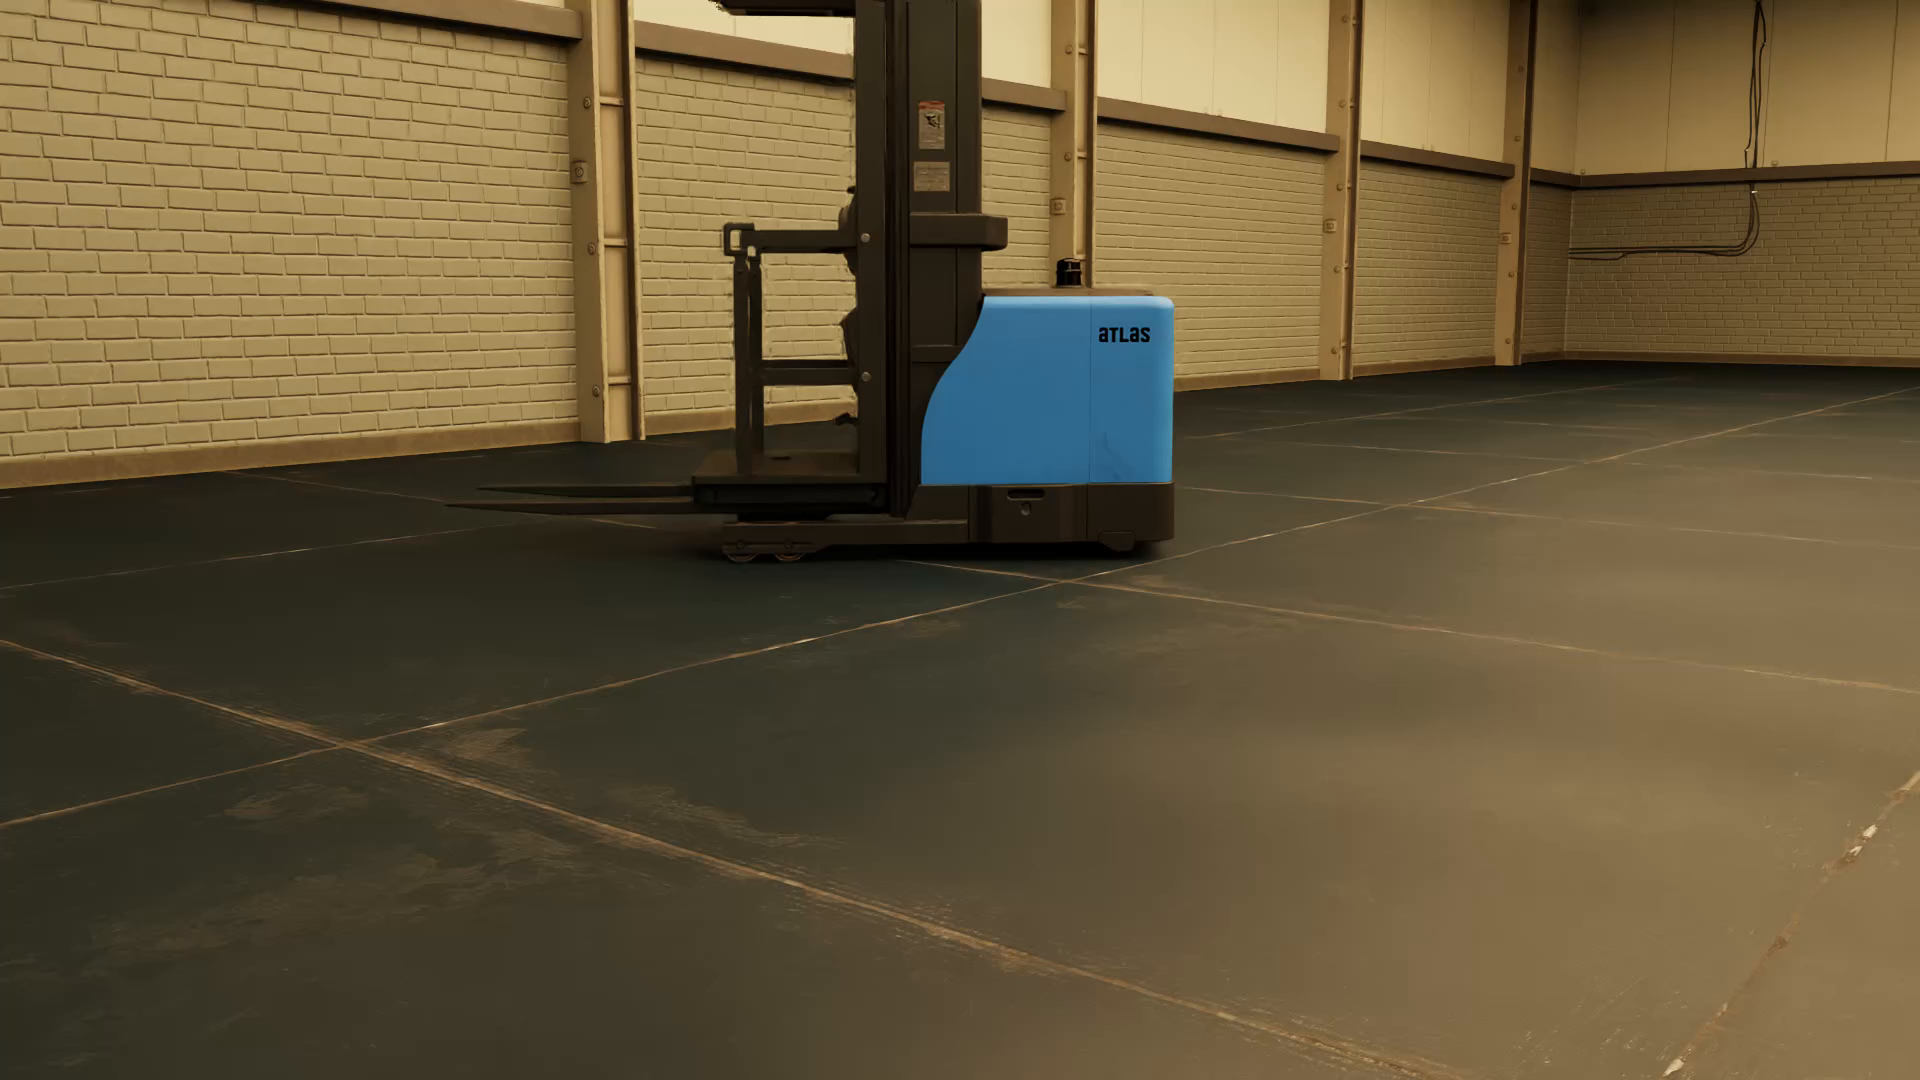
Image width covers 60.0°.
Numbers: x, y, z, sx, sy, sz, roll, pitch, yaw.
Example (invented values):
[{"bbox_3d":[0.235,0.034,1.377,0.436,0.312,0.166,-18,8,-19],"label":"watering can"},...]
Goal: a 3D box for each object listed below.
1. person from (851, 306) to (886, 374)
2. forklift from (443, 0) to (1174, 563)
[{"bbox_3d":[-0.346,-1.056,9.493,0.428,1.540,0.839,-6,10,-36],"label":"person"},{"bbox_3d":[-0.645,-1.437,7.103,3.031,2.935,1.130,-1,8,-4],"label":"forklift"}]
